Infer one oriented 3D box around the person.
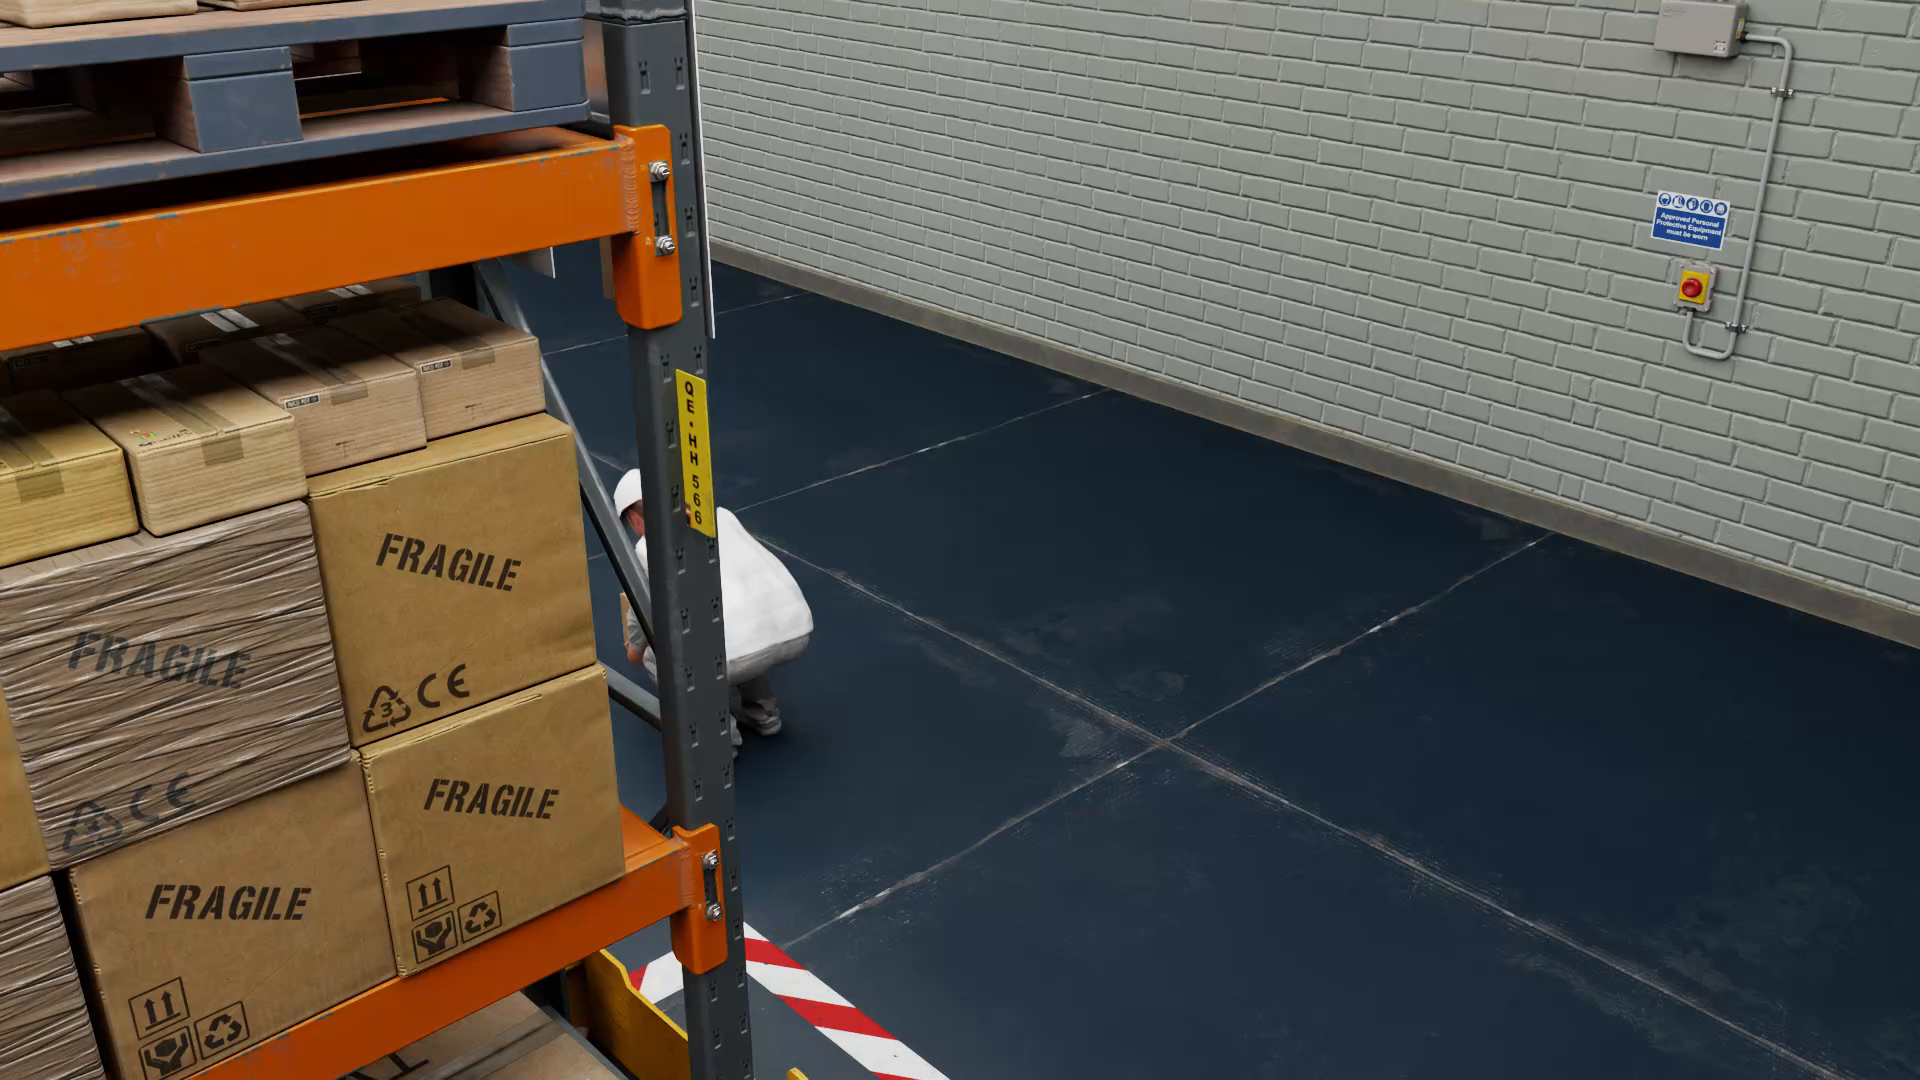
[{"bbox_3d":[-0.973,0.280,6.396,0.503,1.008,0.892,-22,32,-40],"label":"person"}]
